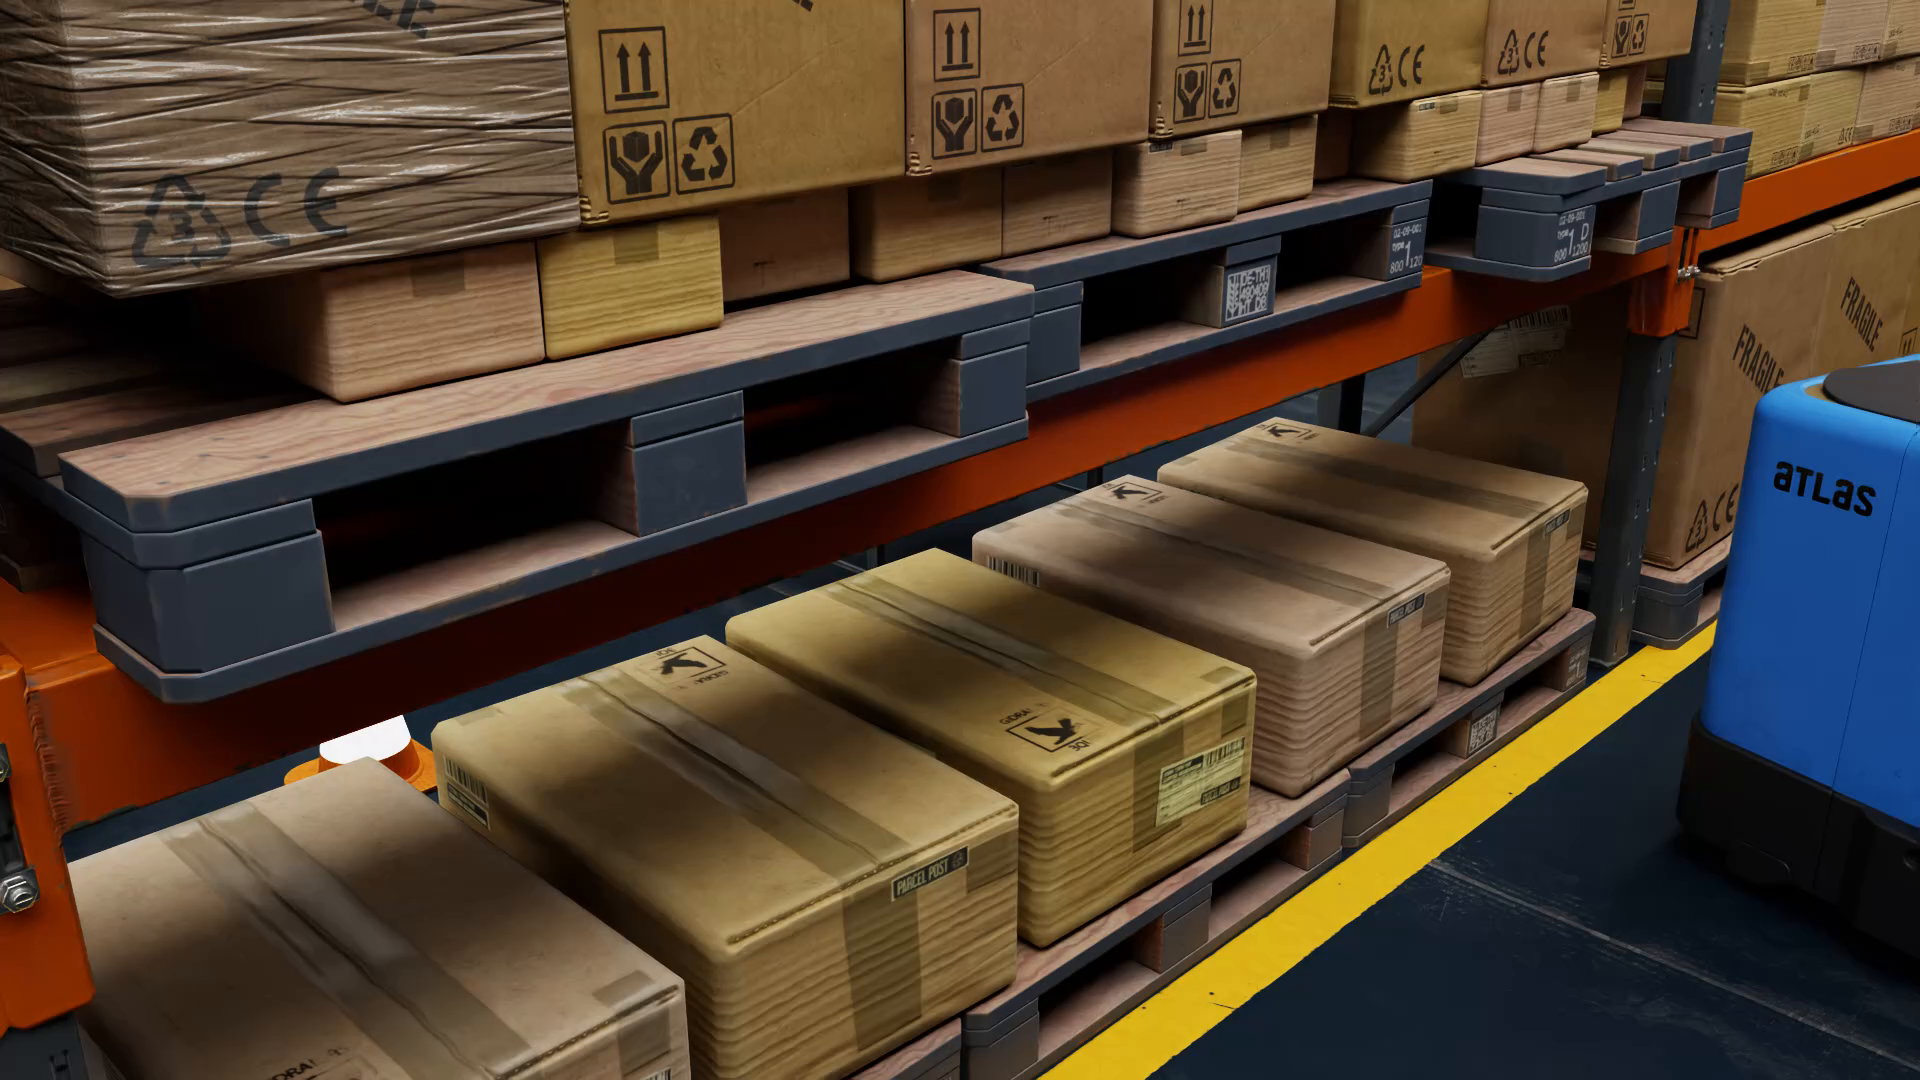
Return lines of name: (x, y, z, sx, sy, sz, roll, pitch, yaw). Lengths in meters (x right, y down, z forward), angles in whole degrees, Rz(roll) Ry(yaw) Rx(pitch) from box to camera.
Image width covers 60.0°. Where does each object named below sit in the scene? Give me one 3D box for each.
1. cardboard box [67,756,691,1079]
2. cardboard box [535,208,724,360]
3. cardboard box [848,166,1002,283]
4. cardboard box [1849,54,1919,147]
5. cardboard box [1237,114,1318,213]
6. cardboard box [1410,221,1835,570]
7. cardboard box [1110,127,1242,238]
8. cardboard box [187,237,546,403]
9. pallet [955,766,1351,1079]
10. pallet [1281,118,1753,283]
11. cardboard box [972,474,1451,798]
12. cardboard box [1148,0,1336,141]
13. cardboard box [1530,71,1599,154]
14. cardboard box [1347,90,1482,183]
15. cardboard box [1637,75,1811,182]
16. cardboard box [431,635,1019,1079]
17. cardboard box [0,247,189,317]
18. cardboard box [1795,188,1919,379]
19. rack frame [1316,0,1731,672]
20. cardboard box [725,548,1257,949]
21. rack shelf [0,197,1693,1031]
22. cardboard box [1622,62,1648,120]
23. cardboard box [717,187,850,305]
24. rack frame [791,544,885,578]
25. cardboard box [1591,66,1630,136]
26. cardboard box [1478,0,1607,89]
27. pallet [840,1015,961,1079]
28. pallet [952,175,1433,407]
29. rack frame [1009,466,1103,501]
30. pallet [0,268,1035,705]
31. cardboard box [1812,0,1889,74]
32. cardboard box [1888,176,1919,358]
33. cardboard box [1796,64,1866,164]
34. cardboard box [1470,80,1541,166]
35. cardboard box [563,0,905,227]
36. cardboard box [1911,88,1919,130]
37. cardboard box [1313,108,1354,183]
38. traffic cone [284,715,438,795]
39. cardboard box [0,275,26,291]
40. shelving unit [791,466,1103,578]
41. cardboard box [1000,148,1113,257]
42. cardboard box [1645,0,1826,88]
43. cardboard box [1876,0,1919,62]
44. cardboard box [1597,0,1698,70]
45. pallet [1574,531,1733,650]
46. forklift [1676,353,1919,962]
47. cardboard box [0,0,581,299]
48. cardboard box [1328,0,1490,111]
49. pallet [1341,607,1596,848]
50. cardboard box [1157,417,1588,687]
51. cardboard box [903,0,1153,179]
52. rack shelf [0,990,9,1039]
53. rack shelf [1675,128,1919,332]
cardboard box: (-0.938, 0.748, 2.526, 0.950, 0.372, 0.625, 20, 29, 41)
cardboard box: (-0.509, -0.351, 2.072, 0.250, 0.149, 0.380, -19, 28, -41)
cardboard box: (-0.157, -0.499, 2.456, 0.250, 0.149, 0.380, -20, 28, -41)
cardboard box: (2.726, -1.438, 5.345, 0.500, 0.250, 0.500, -19, 28, -40)
cardboard box: (0.404, -0.693, 2.962, 0.380, 0.149, 0.250, 18, 27, 39)
cardboard box: (2.030, -0.537, 5.166, 0.875, 0.875, 0.875, 19, 28, 40)
cardboard box: (0.239, -0.617, 2.765, 0.250, 0.149, 0.380, -19, 28, -40)
cardboard box: (-0.690, -0.289, 1.911, 0.250, 0.149, 0.380, -20, 28, -41)
pallet: (0.091, 0.638, 3.619, 1.003, 0.211, 1.213, 19, 28, 41)
pallet: (1.068, -0.876, 3.941, 1.213, 0.211, 1.003, 19, 28, 41)
cardboard box: (0.578, 0.189, 3.979, 0.950, 0.372, 0.625, 19, 28, 40)
cardboard box: (0.285, -0.965, 2.765, 0.500, 0.500, 0.500, 18, 27, 39)
cardboard box: (1.150, -0.948, 3.626, 0.380, 0.149, 0.250, 19, 28, 40)
cardboard box: (0.786, -0.811, 3.269, 0.250, 0.149, 0.380, -20, 28, -41)
cardboard box: (2.010, -1.169, 4.643, 0.500, 0.250, 0.500, 19, 28, 40)
cardboard box: (-0.439, 0.562, 3.009, 0.625, 0.372, 0.950, -18, 27, -39)
cardboard box: (-1.141, -0.428, 2.271, 0.250, 0.149, 0.380, -20, 28, -41)
cardboard box: (2.655, -0.765, 5.760, 0.875, 0.875, 0.875, 20, 29, 41)
rack frame: (1.489, -1.176, 4.453, 1.000, 3.000, 0.127, 19, 28, 41)
cardboard box: (0.045, 0.383, 3.475, 0.625, 0.372, 0.950, -19, 28, -40)
rack shelf: (0.093, -0.326, 3.244, 1.077, 0.370, 4.000, 19, 28, 41)
cardboard box: (1.428, -1.111, 4.050, 0.250, 0.149, 0.380, -19, 28, -40)
cardboard box: (-0.366, -0.443, 2.312, 0.250, 0.149, 0.380, -18, 27, -39)
rack frame: (-0.414, -0.547, 4.908, 0.500, 1.500, 0.032, 19, 28, 41)
cardboard box: (1.293, -1.024, 3.823, 0.250, 0.149, 0.380, -20, 28, -41)
cardboard box: (1.018, -1.235, 3.468, 0.500, 0.500, 0.500, 19, 28, 40)
pallet: (-0.760, 0.954, 2.799, 1.003, 0.211, 1.213, 19, 28, 41)
pallet: (0.137, -0.567, 3.136, 1.003, 0.211, 1.213, 19, 28, 41)
rack frame: (0.295, -0.809, 5.588, 0.500, 1.500, 0.032, 19, 28, 41)
pallet: (-0.664, -0.218, 2.228, 1.003, 0.211, 1.213, 19, 28, 41)
cardboard box: (2.380, -1.540, 4.913, 0.500, 0.250, 0.500, -19, 28, -41)
cardboard box: (3.279, -0.995, 6.358, 0.875, 0.875, 0.875, -19, 28, -40)
cardboard box: (2.356, -1.305, 4.998, 0.500, 0.250, 0.500, 18, 28, 39)
cardboard box: (0.968, -0.886, 3.463, 0.380, 0.149, 0.250, 18, 27, 38)
cardboard box: (-0.420, -0.707, 2.093, 0.500, 0.500, 0.500, 19, 28, 41)
cardboard box: (3.068, -1.566, 5.677, 0.500, 0.250, 0.500, 19, 28, 41)
cardboard box: (0.521, -0.778, 3.183, 0.380, 0.149, 0.250, 20, 28, 41)
traffic cone: (-1.440, 0.367, 3.973, 0.336, 0.463, 0.334, 19, 28, 41)
cardboard box: (-3.875, -0.935, 6.378, 1.050, 0.750, 0.750, 19, 28, 41)
shelving unit: (-0.059, -0.678, 5.248, 0.538, 1.500, 1.048, 19, 28, 41)
cardboard box: (0.017, -0.562, 2.621, 0.380, 0.149, 0.250, 20, 28, 41)
cardboard box: (2.019, -1.408, 4.568, 0.500, 0.250, 0.500, 19, 28, 40)
cardboard box: (2.737, -1.665, 5.238, 0.500, 0.250, 0.500, 19, 28, 40)
cardboard box: (1.371, -1.371, 3.821, 0.500, 0.500, 0.500, 18, 28, 39)
pallet: (2.093, -0.058, 5.431, 1.003, 0.211, 1.213, 19, 28, 41)
forklift: (2.808, -0.314, 2.307, 1.130, 2.935, 3.031, -12, 24, -29)
cardboard box: (-0.769, -0.578, 1.758, 0.500, 0.500, 0.500, -19, 28, -41)
cardboard box: (0.667, -1.105, 3.130, 0.500, 0.500, 0.500, 17, 27, 37)
pallet: (0.942, 0.326, 4.431, 1.003, 0.211, 1.213, 19, 28, 41)
cardboard box: (1.087, -0.002, 4.477, 0.950, 0.372, 0.625, 17, 27, 37)
cardboard box: (-0.066, -0.830, 2.415, 0.500, 0.500, 0.500, 19, 28, 40)
rack shelf: (-2.697, 0.702, 0.569, 1.077, 0.370, 4.000, 19, 28, 41)
rack shelf: (2.884, -1.354, 5.919, 1.077, 0.370, 4.000, 19, 28, 41)
